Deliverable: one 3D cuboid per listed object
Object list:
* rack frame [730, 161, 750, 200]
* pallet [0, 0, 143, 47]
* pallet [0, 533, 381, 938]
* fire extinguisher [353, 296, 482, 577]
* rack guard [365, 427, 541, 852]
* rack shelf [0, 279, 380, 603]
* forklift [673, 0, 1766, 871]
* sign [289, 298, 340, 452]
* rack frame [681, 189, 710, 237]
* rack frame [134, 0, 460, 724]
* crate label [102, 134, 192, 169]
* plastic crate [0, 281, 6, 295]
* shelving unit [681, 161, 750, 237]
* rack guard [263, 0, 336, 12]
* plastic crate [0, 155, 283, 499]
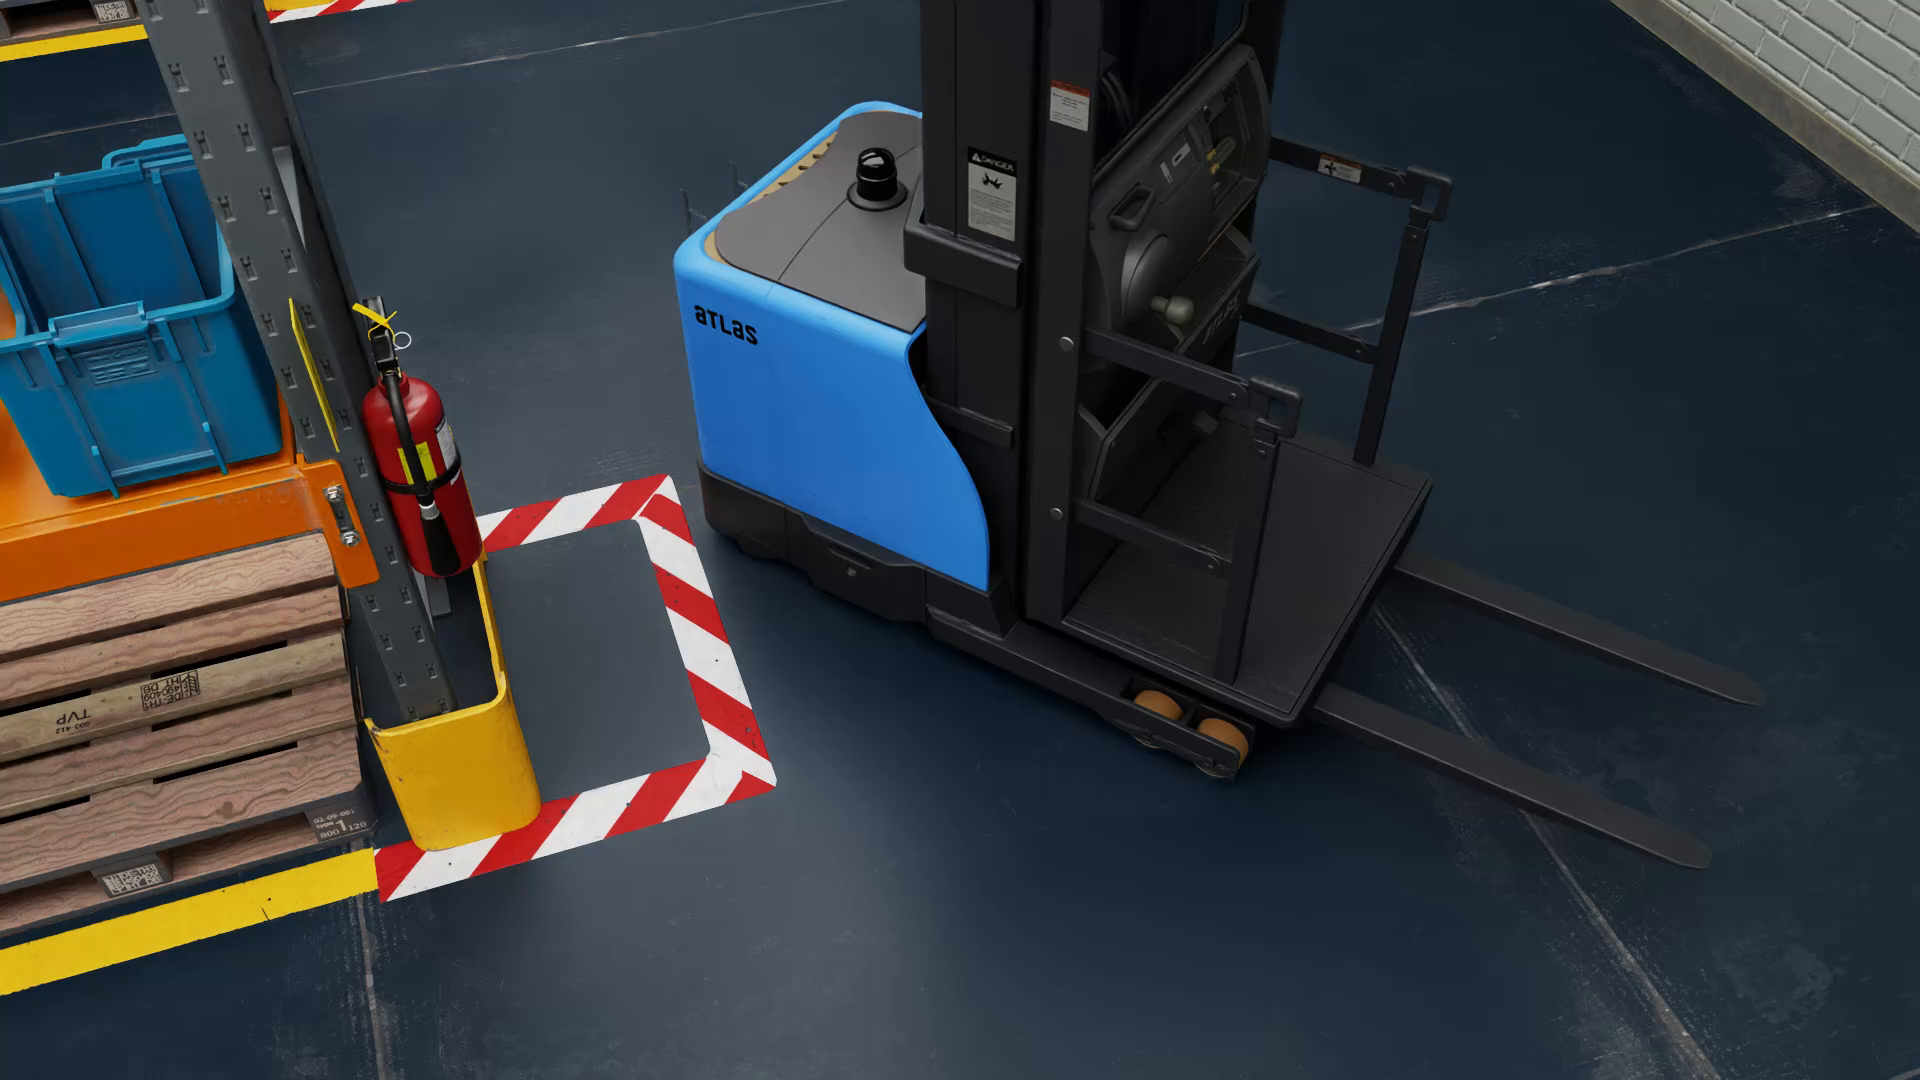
[{"bbox_3d":[-0.618,-0.797,5.408,0.240,0.900,0.006,32,53,28],"label":"rack frame"},{"bbox_3d":[-3.998,-2.738,7.830,1.213,0.211,1.003,-14,47,-14],"label":"pallet"},{"bbox_3d":[-2.288,0.524,4.578,1.213,0.211,1.003,-14,47,-14],"label":"pallet"},{"bbox_3d":[-1.203,-0.207,3.656,0.183,0.674,0.296,-14,47,-14],"label":"fire extinguisher"},{"bbox_3d":[-1.481,0.236,4.662,0.348,0.500,1.175,-14,47,-14],"label":"rack guard"},{"bbox_3d":[-3.380,0.103,3.538,4.000,0.370,1.077,-14,47,-14],"label":"rack shelf"},{"bbox_3d":[0.725,-0.814,3.992,3.031,2.935,1.130,23,49,21],"label":"forklift"},{"bbox_3d":[-1.297,-0.327,3.343,0.005,0.325,0.100,-14,47,-14],"label":"sign"},{"bbox_3d":[-0.753,-0.689,5.301,0.240,0.900,0.006,32,53,28],"label":"rack frame"},{"bbox_3d":[-1.499,-0.632,3.763,0.127,3.000,1.000,-14,47,-14],"label":"rack frame"},{"bbox_3d":[-1.843,-0.754,3.960,0.303,0.233,0.416,-14,47,-14],"label":"crate label"},{"bbox_3d":[-2.173,-0.698,3.972,0.298,0.136,0.250,-14,47,-14],"label":"plastic crate"},{"bbox_3d":[-0.685,-0.743,5.355,0.258,0.900,0.210,32,53,28],"label":"shelving unit"},{"bbox_3d":[-3.249,-3.033,7.920,0.348,0.500,1.175,-14,47,-14],"label":"rack guard"},{"bbox_3d":[-1.751,-0.461,3.524,0.499,0.435,0.616,-14,47,-14],"label":"plastic crate"}]
